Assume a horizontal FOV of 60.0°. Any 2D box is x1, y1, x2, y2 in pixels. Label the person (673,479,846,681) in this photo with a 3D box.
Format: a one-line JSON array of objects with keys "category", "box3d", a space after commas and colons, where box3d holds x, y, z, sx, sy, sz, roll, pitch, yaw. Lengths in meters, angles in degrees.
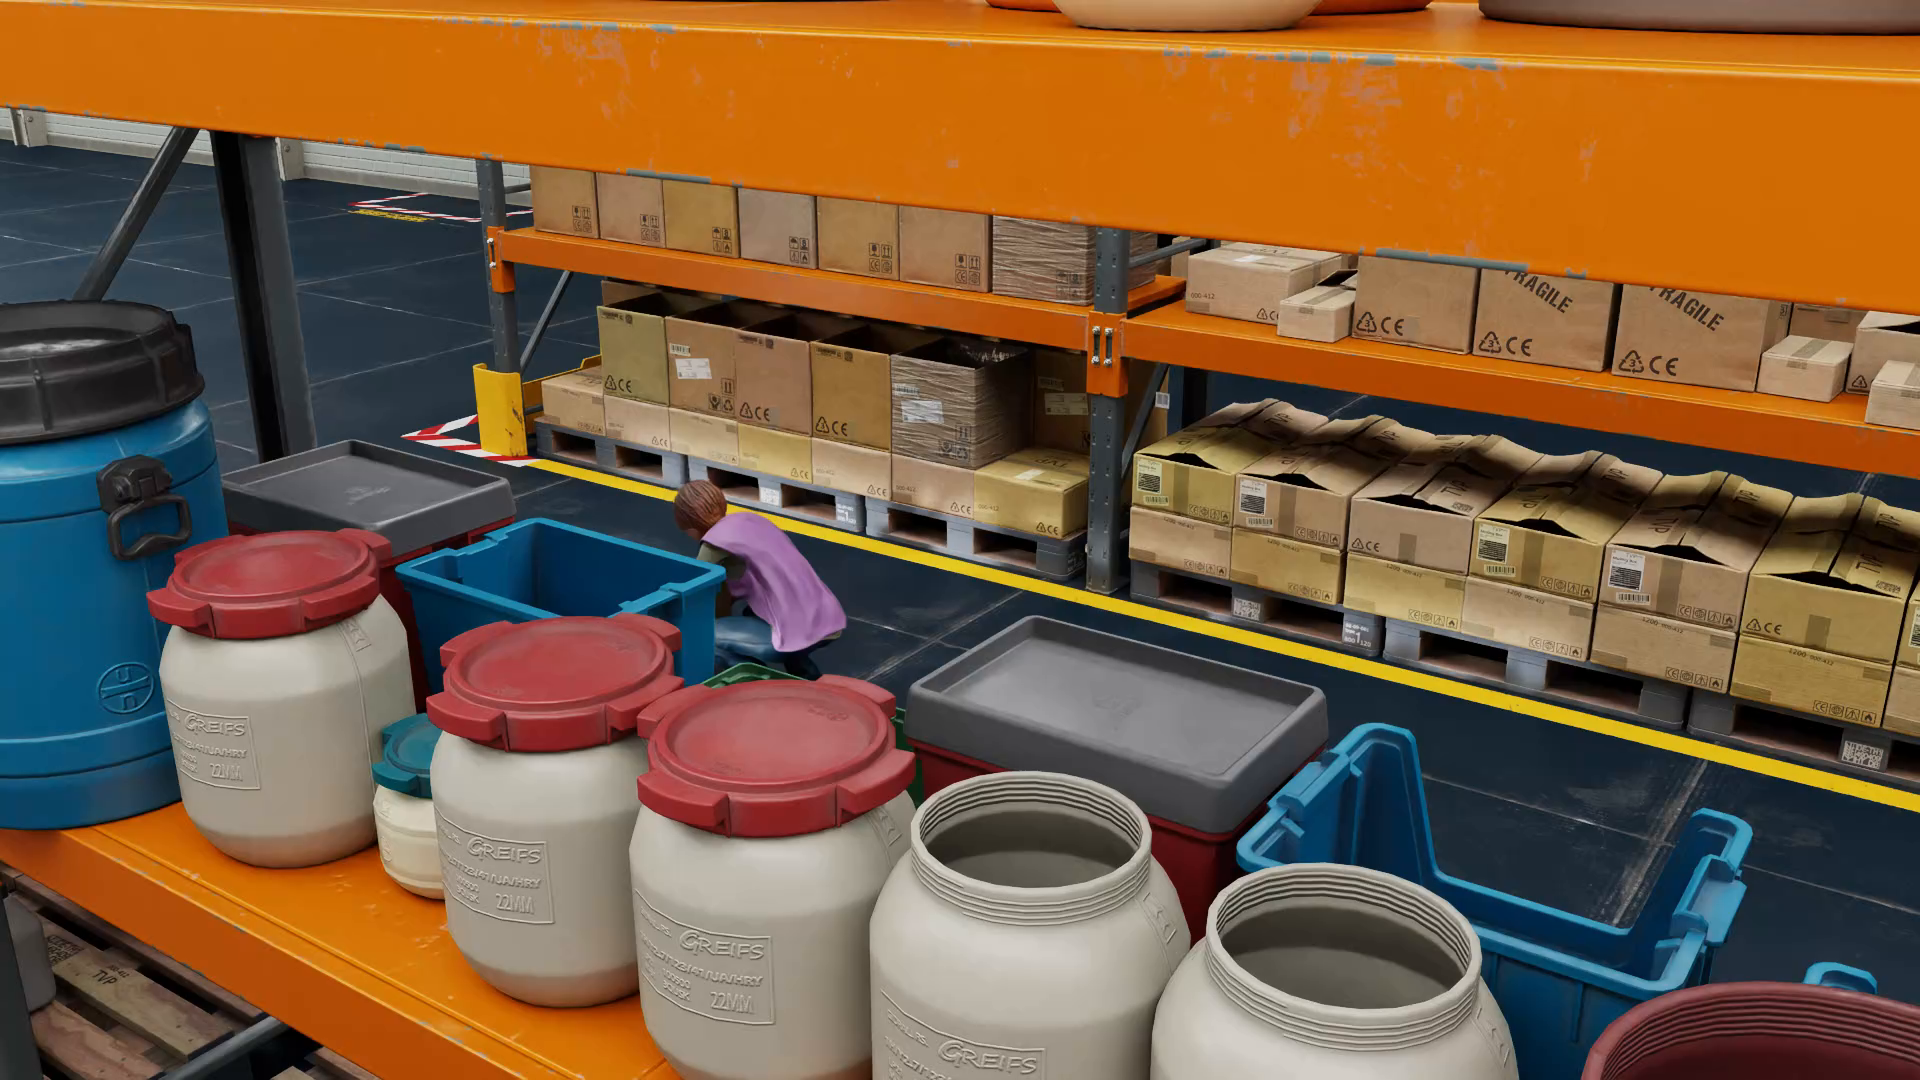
[{"category": "person", "box3d": [-0.823, 0.225, 6.529, 0.810, 0.881, 0.447, 13, 24, 32]}]
